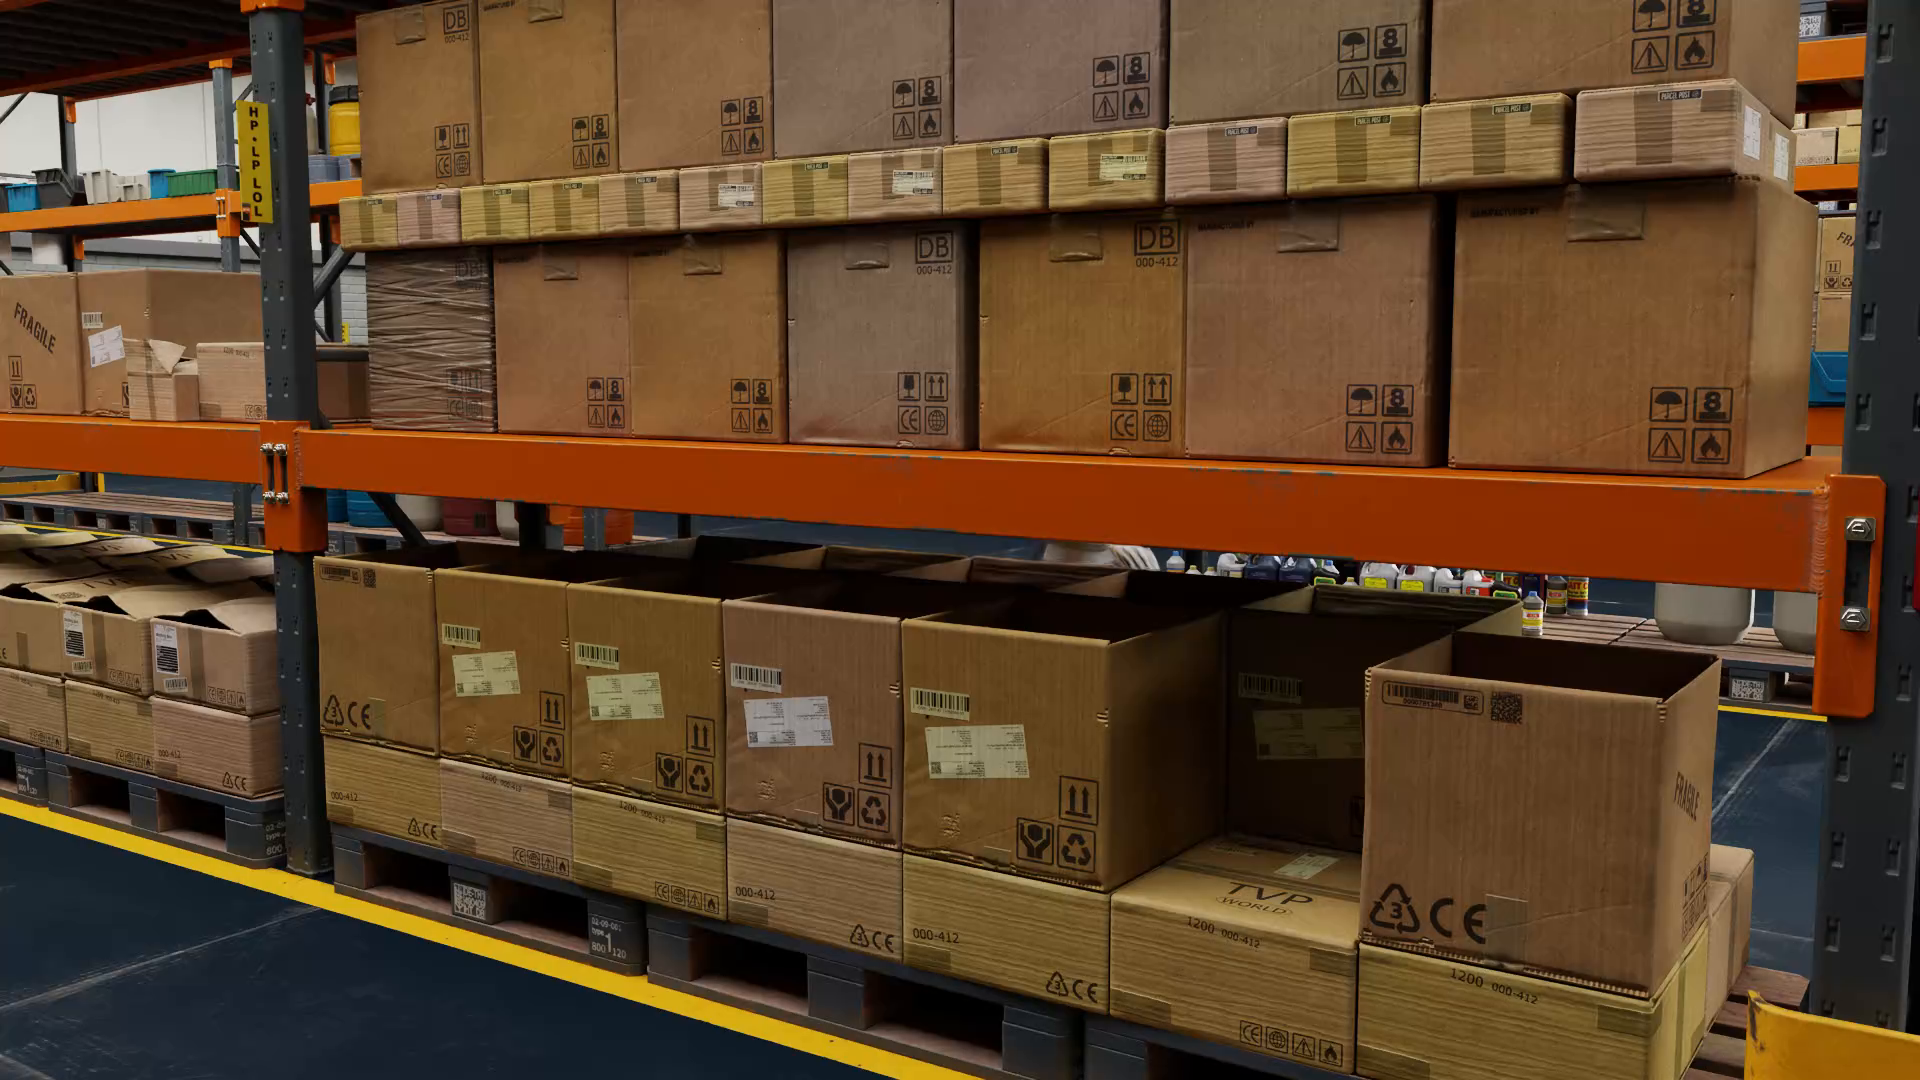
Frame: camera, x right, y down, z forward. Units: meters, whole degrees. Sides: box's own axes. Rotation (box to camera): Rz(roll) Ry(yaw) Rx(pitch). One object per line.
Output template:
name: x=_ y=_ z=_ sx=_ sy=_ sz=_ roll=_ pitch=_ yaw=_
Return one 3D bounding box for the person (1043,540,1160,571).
person: x=0.528 y=-0.011 z=5.522 sx=1.031 sy=1.725 sz=0.540 roll=4 pitch=7 yaw=33
